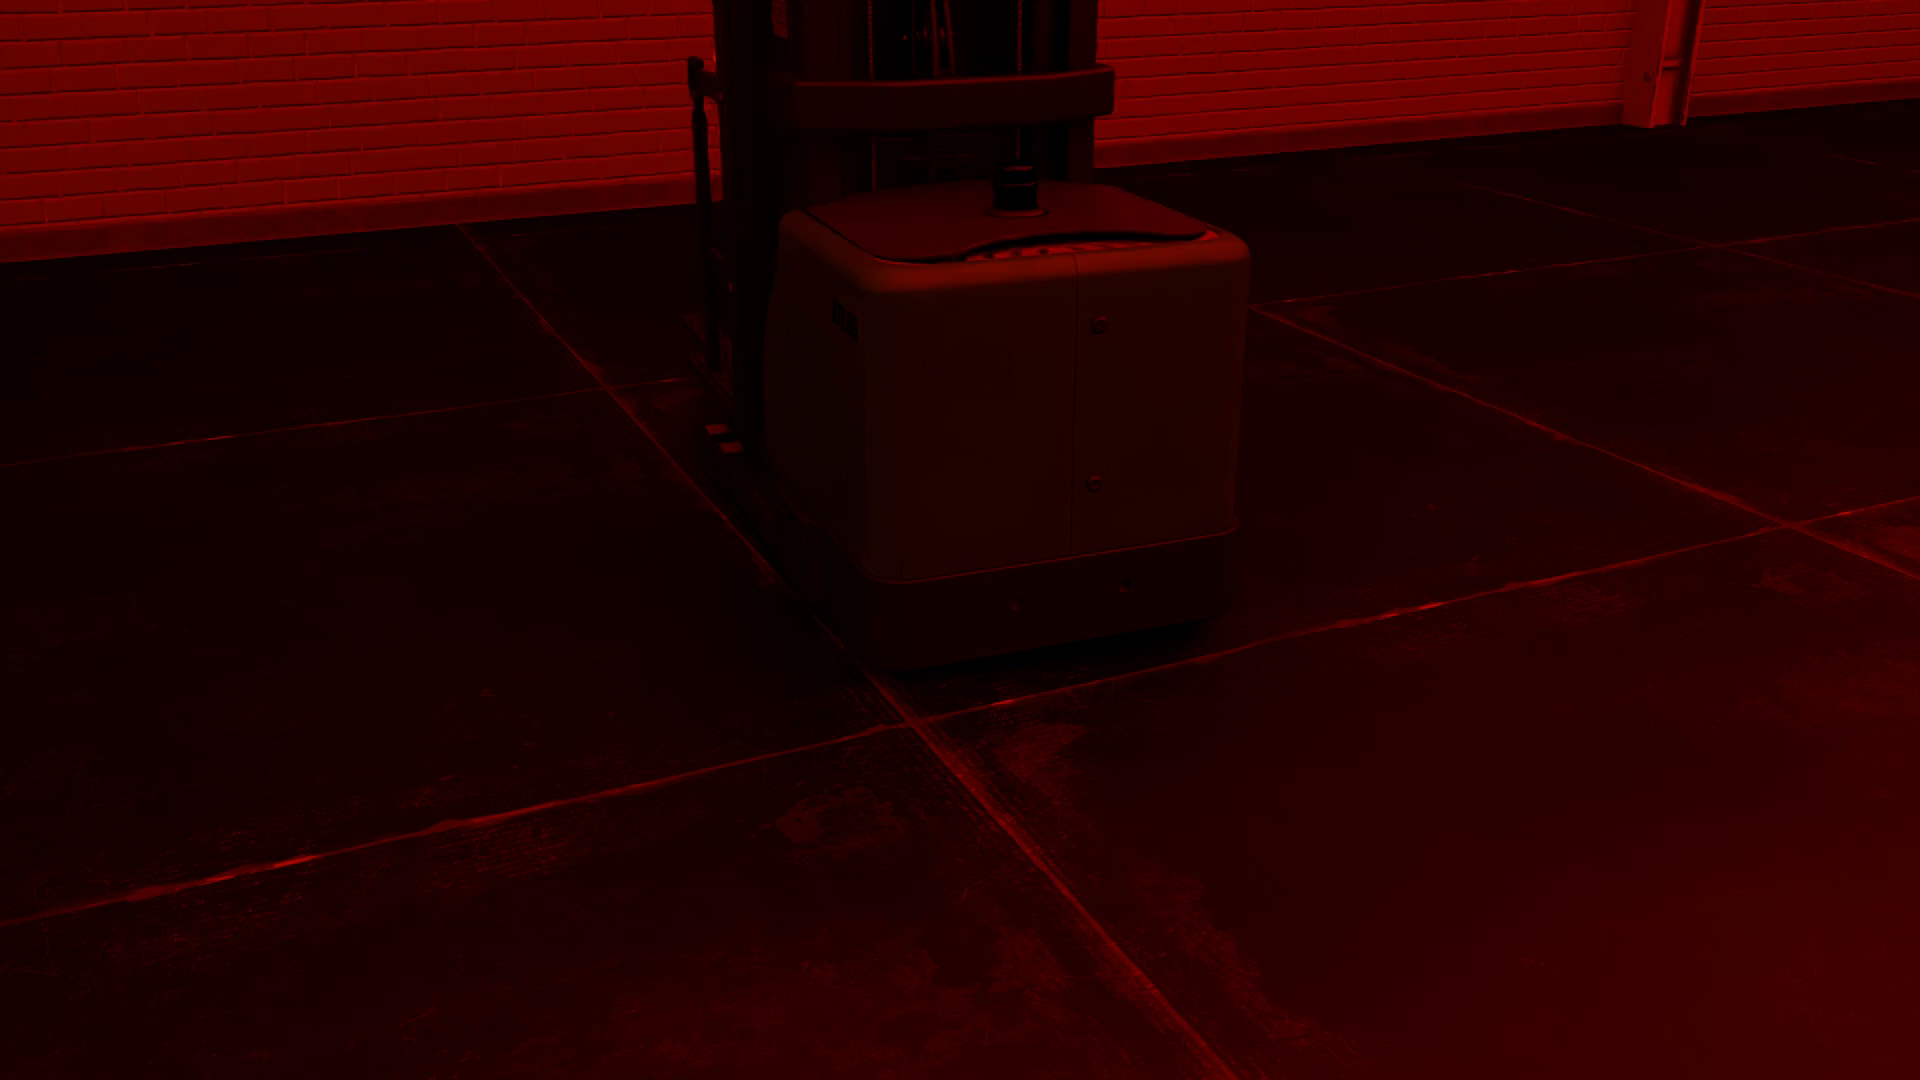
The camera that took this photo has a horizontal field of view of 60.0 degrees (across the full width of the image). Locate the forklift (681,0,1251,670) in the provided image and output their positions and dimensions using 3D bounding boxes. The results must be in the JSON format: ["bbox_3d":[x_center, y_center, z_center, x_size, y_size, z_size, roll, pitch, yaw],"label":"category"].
[{"bbox_3d":[-0.263,-1.564,5.052,1.130,2.935,3.031,-8,24,-19],"label":"forklift"}]
